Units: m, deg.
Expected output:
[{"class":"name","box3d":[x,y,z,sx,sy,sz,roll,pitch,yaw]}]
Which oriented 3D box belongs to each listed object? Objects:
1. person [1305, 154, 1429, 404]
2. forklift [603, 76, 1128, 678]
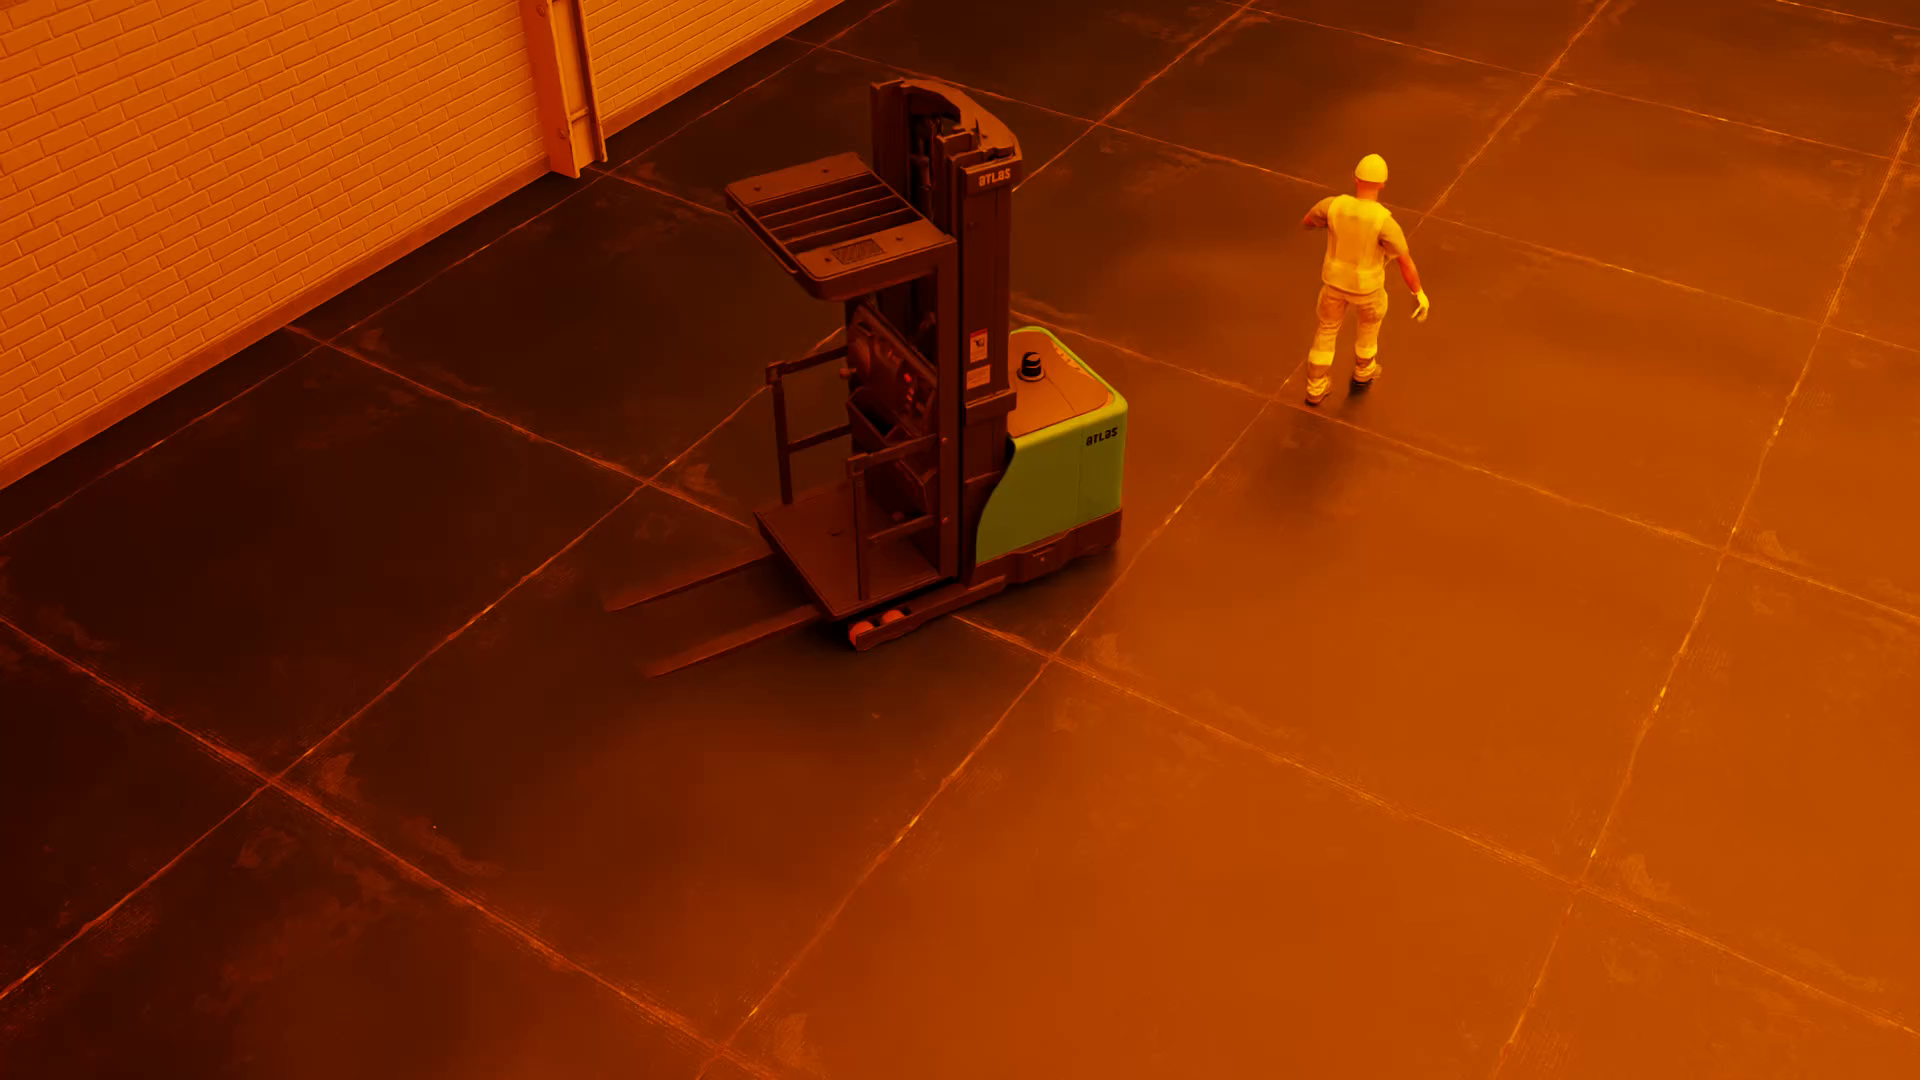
[{"class":"person","box3d":[2.657,-1.735,10.945,1.031,1.781,0.698,24,46,25]},{"class":"forklift","box3d":[-0.555,-0.880,9.005,3.031,2.935,1.130,-21,44,-23]}]
